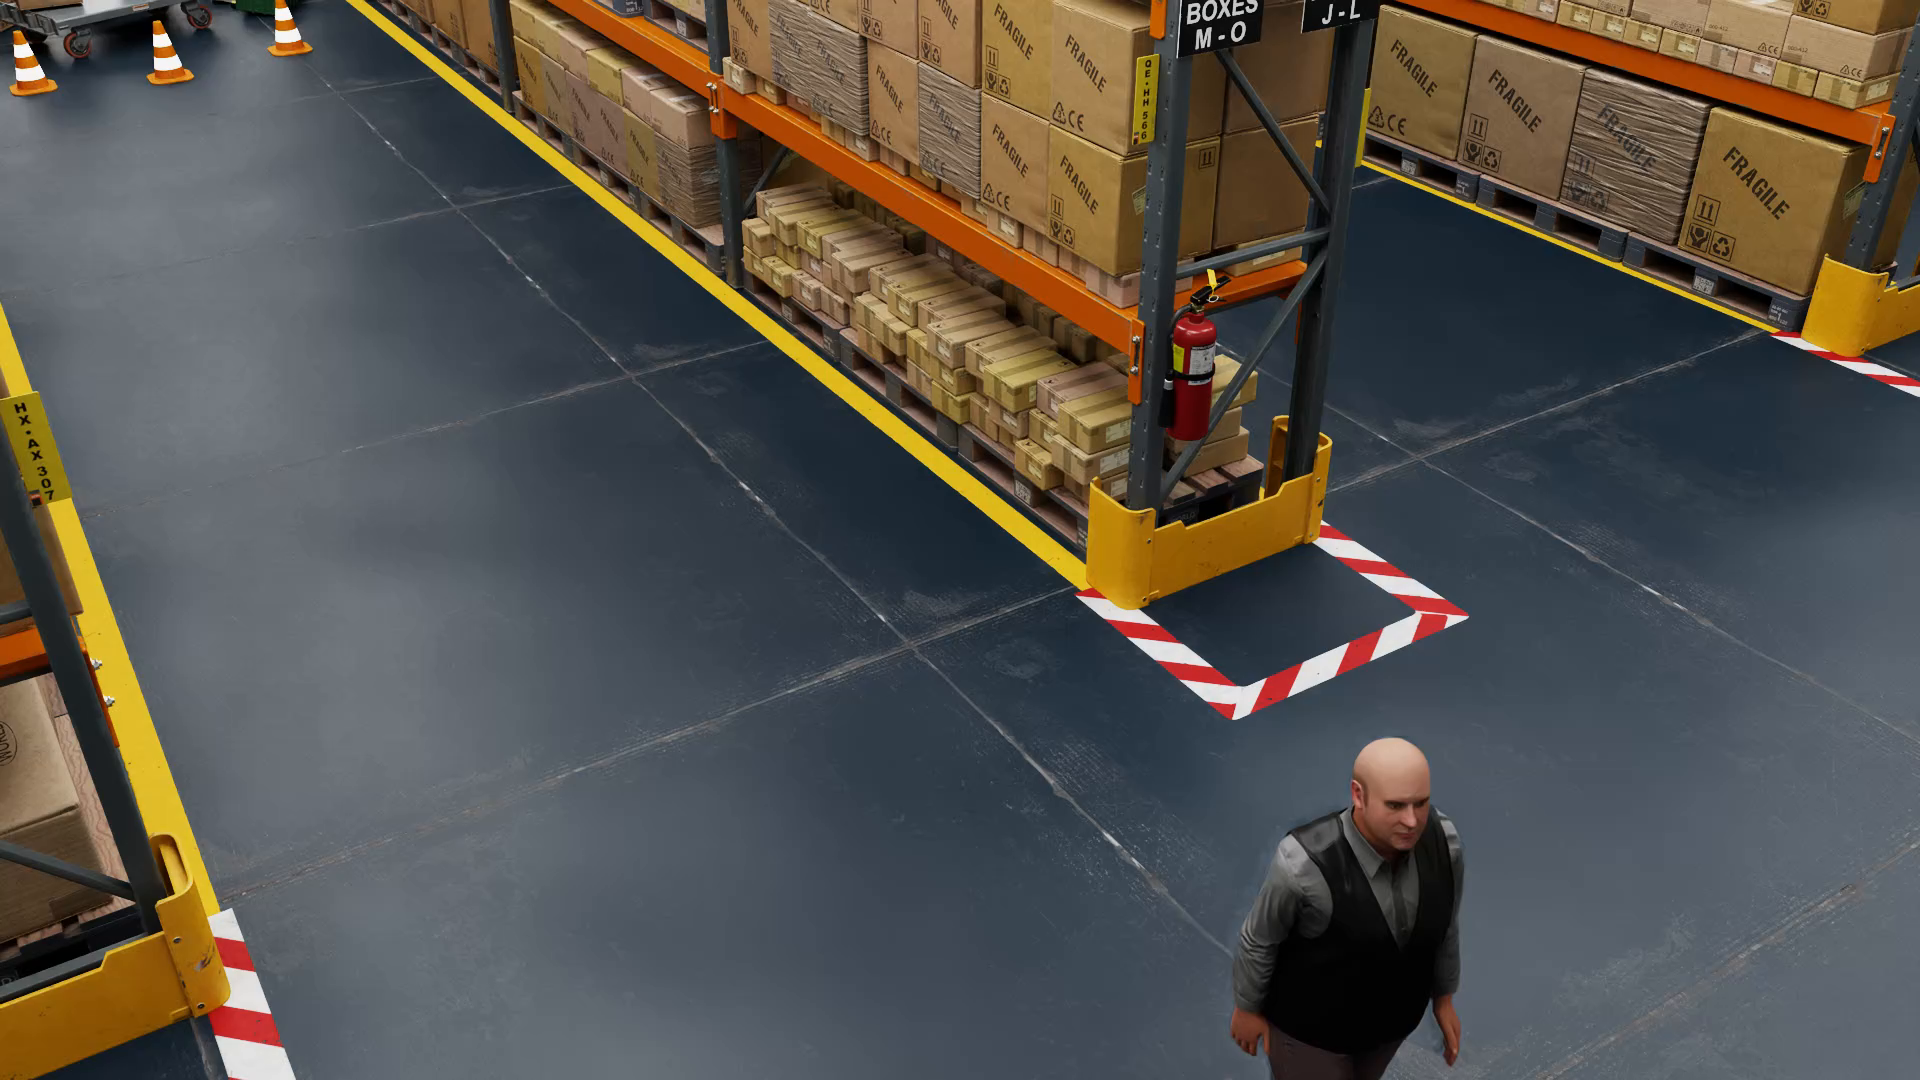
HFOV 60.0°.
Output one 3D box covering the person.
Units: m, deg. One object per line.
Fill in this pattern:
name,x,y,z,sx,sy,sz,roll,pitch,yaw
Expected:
person,0.977,1.213,4.246,0.567,1.759,0.541,-13,35,-20
